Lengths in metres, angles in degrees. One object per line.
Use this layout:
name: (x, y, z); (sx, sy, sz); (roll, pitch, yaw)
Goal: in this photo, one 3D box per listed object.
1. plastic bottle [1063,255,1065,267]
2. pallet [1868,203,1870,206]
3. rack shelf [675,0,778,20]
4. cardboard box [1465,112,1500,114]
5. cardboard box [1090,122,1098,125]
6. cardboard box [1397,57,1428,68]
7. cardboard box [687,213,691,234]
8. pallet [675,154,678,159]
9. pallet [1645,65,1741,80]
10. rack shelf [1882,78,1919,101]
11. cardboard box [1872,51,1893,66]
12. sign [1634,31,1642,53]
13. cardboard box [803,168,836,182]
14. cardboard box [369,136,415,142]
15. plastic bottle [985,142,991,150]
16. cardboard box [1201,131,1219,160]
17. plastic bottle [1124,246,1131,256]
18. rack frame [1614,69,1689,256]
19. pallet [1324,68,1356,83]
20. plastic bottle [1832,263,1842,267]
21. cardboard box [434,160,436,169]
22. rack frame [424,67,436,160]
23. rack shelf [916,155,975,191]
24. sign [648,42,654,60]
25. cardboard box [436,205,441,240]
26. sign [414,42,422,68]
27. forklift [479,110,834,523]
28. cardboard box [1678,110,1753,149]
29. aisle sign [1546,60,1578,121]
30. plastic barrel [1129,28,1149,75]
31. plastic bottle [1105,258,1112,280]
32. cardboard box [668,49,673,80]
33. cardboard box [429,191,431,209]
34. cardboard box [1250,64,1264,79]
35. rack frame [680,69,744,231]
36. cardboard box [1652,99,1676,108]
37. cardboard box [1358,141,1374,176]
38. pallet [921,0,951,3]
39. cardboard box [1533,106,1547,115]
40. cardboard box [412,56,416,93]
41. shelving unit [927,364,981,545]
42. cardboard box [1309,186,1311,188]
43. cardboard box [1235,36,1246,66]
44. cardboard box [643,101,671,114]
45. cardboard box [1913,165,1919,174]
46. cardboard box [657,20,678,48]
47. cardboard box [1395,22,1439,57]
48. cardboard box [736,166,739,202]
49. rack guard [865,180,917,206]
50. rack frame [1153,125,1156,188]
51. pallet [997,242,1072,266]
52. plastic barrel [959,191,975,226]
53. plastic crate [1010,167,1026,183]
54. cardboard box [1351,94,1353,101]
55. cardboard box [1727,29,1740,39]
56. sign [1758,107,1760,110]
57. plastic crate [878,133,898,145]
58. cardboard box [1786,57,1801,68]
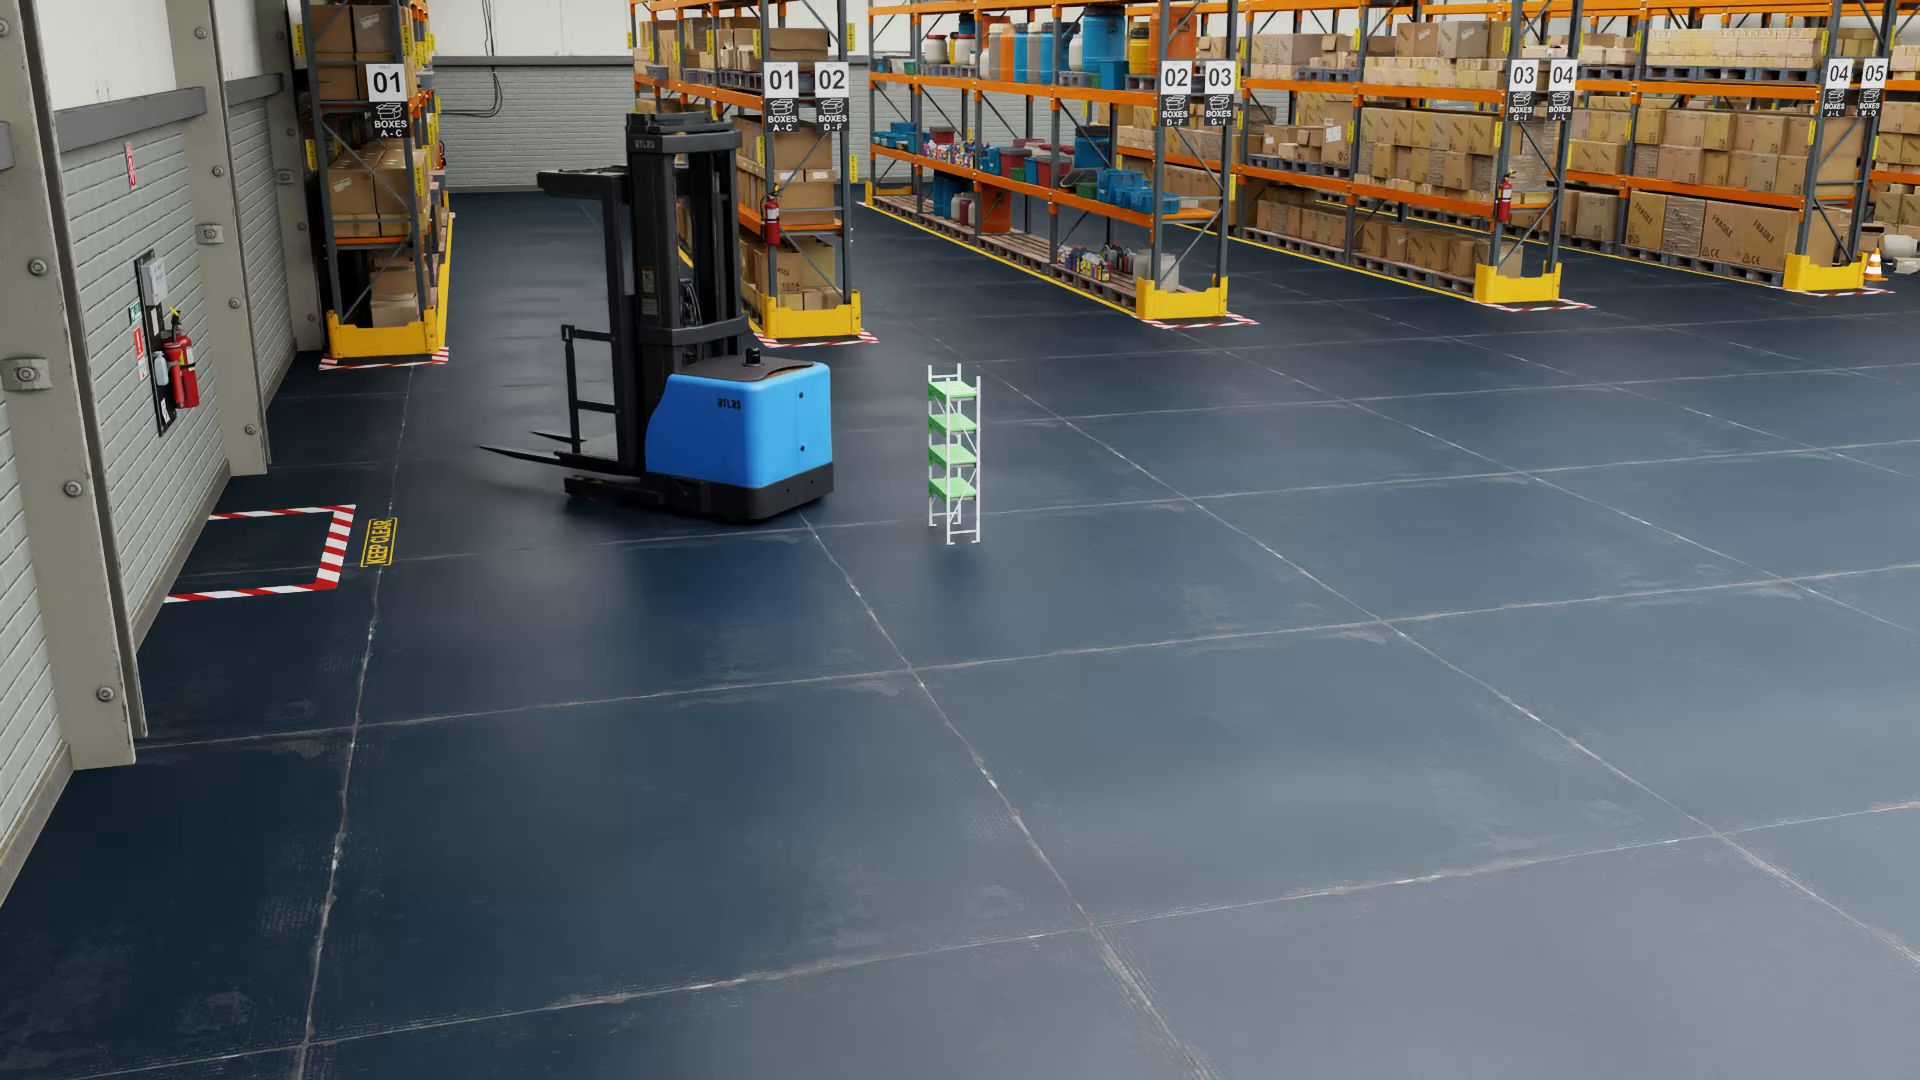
plastic bottle: (1.572, -4.143, 24.630); (0.097, 0.201, 0.097); (0, 17, 0)
pallet: (19.313, -7.337, 36.012); (1.003, 0.211, 1.213); (-5, 17, -15)
rack shelf: (-3.463, -7.951, 24.726); (1.077, 0.370, 4.000); (-5, 17, -15)
cardboard box: (7.553, -5.857, 23.807); (0.500, 0.500, 0.500); (-5, 17, -15)
cardboard box: (3.187, -9.079, 36.707); (0.500, 0.250, 0.500); (-5, 17, -17)
cardboard box: (6.707, -7.075, 24.645); (0.380, 0.149, 0.250); (-4, 17, -14)
cardboard box: (-4.151, -5.152, 26.965); (0.500, 0.311, 0.500); (-4, 17, -13)
pallet: (-4.552, -6.613, 29.087); (1.003, 0.211, 1.213); (-5, 17, -15)
pallet: (11.624, -7.374, 26.228); (1.003, 0.211, 1.213); (-5, 17, -15)
rack shelf: (16.691, -7.166, 26.629); (1.077, 0.370, 4.000); (-5, 17, -15)
cardboard box: (15.841, -8.343, 28.828); (0.500, 0.250, 0.500); (-5, 17, -16)
sign: (10.890, -7.997, 26.700); (0.100, 0.325, 0.005); (-5, 17, -15)
cardboard box: (-1.715, -4.439, 20.214); (0.380, 0.149, 0.250); (-5, 17, -16)
cardboard box: (-8.636, -5.904, 25.455); (0.700, 0.500, 0.500); (-7, 18, -22)
plastic bottle: (0.522, -7.108, 30.486); (0.144, 0.351, 0.185); (-5, 17, -15)
cardboard box: (4.862, -7.396, 31.187); (0.500, 0.500, 0.500); (-5, 18, -17)
plastic bottle: (2.446, -4.096, 24.213); (0.144, 0.351, 0.185); (-5, 17, -16)
rack frame: (11.409, -6.207, 27.403); (1.000, 3.000, 0.127); (-5, 17, -15)
pallet: (6.545, -7.369, 26.383); (1.213, 0.211, 1.003); (-5, 17, -15)
plastic bottle: (13.794, -4.348, 26.321); (0.133, 0.061, 0.283); (-12, 20, -34)
cardboard box: (-9.260, -6.488, 28.738); (0.380, 0.149, 0.250); (-5, 17, -15)
rack frame: (-9.874, -6.881, 29.646); (1.000, 3.000, 0.127); (-5, 17, -15)
rack shelf: (0.201, -6.767, 30.516); (1.077, 0.370, 4.000); (-5, 17, -15)
sign: (-5.632, -8.913, 30.298); (0.100, 0.325, 0.005); (-5, 17, -15)
cardboard box: (-9.085, -5.403, 27.732); (0.750, 0.750, 0.750); (-5, 17, -16)
sign: (-7.156, -6.398, 21.923); (0.100, 0.325, 0.005); (-5, 17, -15)
forklift: (-2.511, -1.824, 12.931); (3.031, 2.935, 1.130); (10, 19, 29)
cardboard box: (11.757, -6.388, 25.868); (0.875, 0.550, 0.550); (-5, 17, -15)
aisle sign: (8.017, -5.988, 22.155); (0.394, 0.787, 0.004); (-5, 17, -15)
plastic barrel: (2.514, -6.378, 21.701); (0.600, 0.588, 0.600); (0, 17, 0)
plastic bottle: (2.083, -3.809, 23.375); (0.061, 0.283, 0.133); (-5, 17, -15)
cardboard box: (-4.448, -8.055, 28.166); (0.910, 0.500, 0.500); (-5, 17, -15)
cardboard box: (-7.254, -4.499, 21.942); (0.500, 0.250, 0.500); (-5, 17, -15)
cardboard box: (5.398, -8.164, 28.964); (0.500, 0.250, 0.500); (-4, 17, -14)
rack frame: (-4.013, -6.167, 27.270); (1.000, 3.000, 0.127); (-5, 17, -15)
cardboard box: (14.369, -8.661, 33.661); (0.500, 0.500, 0.500); (-5, 17, -15)
cardboard box: (6.677, -5.904, 25.703); (0.875, 0.500, 0.500); (-5, 17, -15)
pallet: (-0.091, -10.029, 30.722); (1.003, 0.211, 1.213); (-5, 17, -15)
cardboard box: (10.564, -7.576, 30.047); (0.700, 0.500, 0.500); (-5, 17, -16)
cardboard box: (-6.983, -5.751, 20.461); (0.500, 0.500, 0.500); (-5, 18, -17)
shelving unit: (-0.045, -0.620, 11.932); (0.258, 1.200, 0.503); (-5, 17, -15)
cardboard box: (8.173, -8.058, 37.790); (0.380, 0.149, 0.250); (-5, 17, -15)
cardboard box: (5.276, -8.800, 29.910); (0.797, 0.503, 0.637); (-4, 17, -12)
cardboard box: (-5.919, -8.340, 32.592); (0.500, 0.500, 0.500); (-5, 17, -16)
cardboard box: (16.175, -6.186, 27.768); (0.380, 0.149, 0.250); (-4, 17, -14)
cardboard box: (-5.282, -9.369, 30.801); (0.700, 0.500, 0.500); (-5, 17, -15)
cardboard box: (6.981, -7.605, 25.283); (0.500, 0.500, 0.500); (-5, 17, -17)
cardboard box: (-2.785, -4.987, 23.165); (0.700, 0.500, 0.500); (-5, 17, -17)
rack guard: (-1.467, -7.579, 36.315); (1.175, 0.500, 0.348); (-5, 17, -15)
rack frame: (4.414, -8.056, 33.557); (1.000, 3.000, 0.127); (-5, 17, -15)
pallet: (1.258, -4.668, 27.127); (1.003, 0.211, 1.213); (-5, 17, -15)
plastic barrel: (0.290, -6.051, 30.343); (0.600, 0.588, 0.708); (-5, 17, -15)
plastic crate: (1.100, -5.810, 26.447); (0.450, 0.188, 0.662); (-5, 17, -15)
cardboard box: (8.674, -9.341, 35.405); (0.500, 0.500, 0.500); (-5, 18, -17)
cardboard box: (11.671, -7.536, 24.760); (0.380, 0.149, 0.250); (-5, 17, -15)
sign: (15.561, -8.295, 32.479); (0.100, 0.325, 0.005); (-5, 17, -15)
plastic crate: (-1.515, -8.443, 35.032); (0.416, 0.233, 0.300); (-5, 17, -15)
cardboard box: (12.023, -6.801, 23.699); (0.380, 0.149, 0.250); (-5, 17, -15)
